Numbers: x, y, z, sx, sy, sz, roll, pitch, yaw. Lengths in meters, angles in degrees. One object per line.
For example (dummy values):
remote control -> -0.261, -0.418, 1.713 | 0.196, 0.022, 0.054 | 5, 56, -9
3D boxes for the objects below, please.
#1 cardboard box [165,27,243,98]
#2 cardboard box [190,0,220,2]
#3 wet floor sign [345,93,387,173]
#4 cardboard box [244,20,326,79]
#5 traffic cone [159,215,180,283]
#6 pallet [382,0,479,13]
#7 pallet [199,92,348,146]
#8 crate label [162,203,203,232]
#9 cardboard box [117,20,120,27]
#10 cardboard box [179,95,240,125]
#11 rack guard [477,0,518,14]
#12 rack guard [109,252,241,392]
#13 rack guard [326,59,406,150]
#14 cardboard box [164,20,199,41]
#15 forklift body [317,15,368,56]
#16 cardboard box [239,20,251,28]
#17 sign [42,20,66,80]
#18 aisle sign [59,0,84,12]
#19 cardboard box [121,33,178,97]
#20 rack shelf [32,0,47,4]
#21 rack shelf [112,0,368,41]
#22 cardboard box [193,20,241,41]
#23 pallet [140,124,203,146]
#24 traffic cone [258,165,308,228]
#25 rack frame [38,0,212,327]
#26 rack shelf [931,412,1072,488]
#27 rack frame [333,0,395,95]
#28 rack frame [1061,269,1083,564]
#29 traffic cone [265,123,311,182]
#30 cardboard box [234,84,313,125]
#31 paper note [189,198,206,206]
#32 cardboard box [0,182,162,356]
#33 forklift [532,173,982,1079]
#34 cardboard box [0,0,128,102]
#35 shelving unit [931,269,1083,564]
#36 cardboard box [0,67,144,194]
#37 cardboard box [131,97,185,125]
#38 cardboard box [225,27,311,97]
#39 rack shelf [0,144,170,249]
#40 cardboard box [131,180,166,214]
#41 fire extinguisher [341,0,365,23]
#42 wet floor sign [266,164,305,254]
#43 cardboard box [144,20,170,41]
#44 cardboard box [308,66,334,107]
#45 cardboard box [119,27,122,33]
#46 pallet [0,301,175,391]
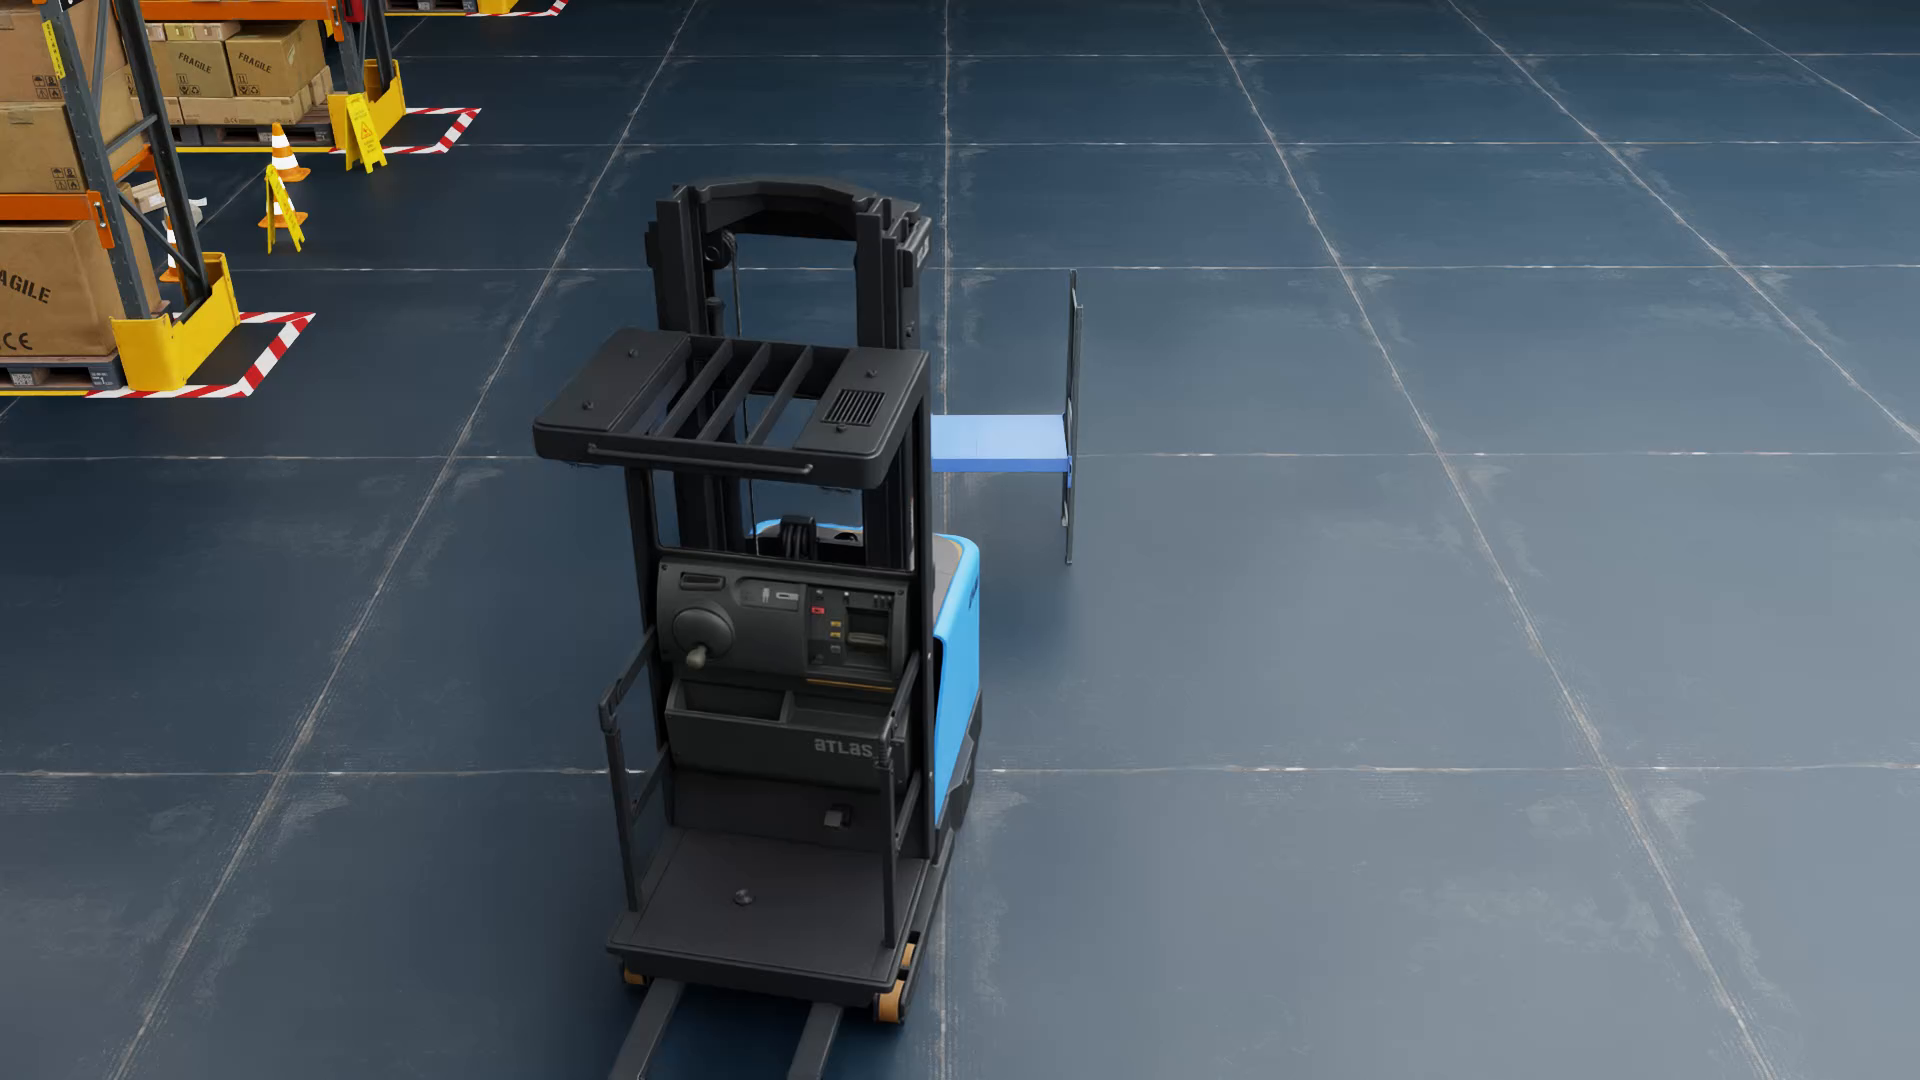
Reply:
cardboard box -> -6.750, -4.307, 14.979 | 0.500, 0.500, 0.500 | 1, 31, 2
cardboard box -> -6.568, -4.839, 14.576 | 0.250, 0.149, 0.380 | 0, 31, 1
wet floor sign -> -5.232, -3.562, 14.499 | 0.232, 0.644, 0.267 | 10, 33, 17
cardboard box -> -6.261, -4.588, 15.443 | 0.500, 0.500, 0.500 | -1, 31, -2
traffic cone -> -5.837, -2.206, 12.440 | 0.334, 0.463, 0.336 | 0, 31, 0
pallet -> -6.227, -6.482, 19.729 | 1.213, 0.211, 1.003 | 0, 31, 0
pallet -> -6.317, -3.946, 15.551 | 1.213, 0.211, 1.003 | 0, 31, 0
crate label -> -6.290, -2.619, 13.435 | 0.298, 0.136, 0.250 | -17, 35, -26
cardboard box -> -7.820, -4.581, 15.431 | 0.500, 0.500, 0.500 | 1, 31, 2
cardboard box -> -6.753, -3.987, 15.176 | 0.500, 0.250, 0.500 | 0, 31, 0
rack guard -> -5.438, -6.629, 19.694 | 0.348, 0.500, 1.175 | 0, 31, 0
rack guard -> -5.274, -1.487, 11.219 | 0.348, 0.500, 1.175 | 0, 31, 0
rack guard -> -5.505, -4.054, 15.450 | 0.348, 0.500, 1.175 | 0, 31, 0
cardboard box -> -6.846, -4.552, 14.759 | 0.250, 0.149, 0.380 | 0, 31, 1
forklift body -> -7.347, -6.383, 17.696 | 1.214, 2.155, 2.313 | 0, 31, 0
cardboard box -> -6.783, -4.584, 15.437 | 0.500, 0.500, 0.500 | -1, 31, -2
sign -> -5.308, -2.871, 9.745 | 0.005, 0.325, 0.100 | 0, 31, 0
aisle sign -> -5.225, -3.512, 9.640 | 0.004, 0.787, 0.394 | 0, 31, 0
cardboard box -> -7.255, -4.309, 14.983 | 0.500, 0.500, 0.500 | -1, 31, -1
rack shelf -> -7.298, -3.524, 9.969 | 4.000, 0.370, 1.077 | 0, 31, 0
rack shelf -> -7.428, -4.809, 14.978 | 4.000, 0.370, 1.077 | 0, 31, 0
cardboard box -> -6.595, -4.551, 14.757 | 0.250, 0.149, 0.380 | 1, 31, 1
pallet -> -7.534, -3.944, 15.547 | 1.213, 0.211, 1.003 | 0, 31, 0
traffic cone -> -5.504, -2.793, 13.408 | 0.334, 0.463, 0.336 | 0, 31, 0
rack frame -> -5.298, -2.556, 10.571 | 0.127, 3.000, 1.000 | 0, 31, 0
rack shelf -> 0.085, -0.488, 8.955 | 1.000, 0.185, 0.538 | 0, 31, 0
rack frame -> -5.429, -5.123, 14.802 | 0.127, 3.000, 1.000 | 0, 31, 0
rack frame -> 0.594, -0.643, 8.864 | 0.032, 1.500, 0.500 | 0, 31, 0
traffic cone -> -5.851, -3.368, 14.355 | 0.334, 0.463, 0.336 | 0, 31, 0
cardboard box -> -6.259, -3.985, 15.172 | 0.500, 0.250, 0.500 | 0, 31, -1
paper note -> -6.362, -2.818, 13.866 | 0.142, 0.019, 0.148 | -11, 33, -17
cardboard box -> -5.975, -1.791, 10.953 | 0.875, 0.875, 0.875 | 0, 31, 0
forklift -> -0.687, 0.353, 5.842 | 1.130, 2.935, 3.031 | 6, 32, 9
cardboard box -> -5.669, -3.100, 10.283 | 0.550, 0.550, 0.875 | 0, 31, 0
shelving unit -> 0.085, -0.641, 8.861 | 1.048, 1.500, 0.538 | 0, 31, 0
cardboard box -> -5.668, -2.595, 10.491 | 0.550, 0.550, 0.875 | 0, 31, 0
cardboard box -> -7.277, -3.983, 15.169 | 0.500, 0.250, 0.500 | -1, 31, -2
cardboard box -> -6.228, -4.310, 14.985 | 0.500, 0.500, 0.500 | 0, 31, 0
rack shelf -> -7.298, -2.242, 10.747 | 4.000, 0.370, 1.077 | 0, 31, 0
cardboard box -> -6.726, -2.852, 13.808 | 0.250, 0.149, 0.380 | 16, 35, 25
fire extinguisher -> -5.311, -4.851, 14.429 | 0.183, 0.674, 0.296 | 0, 31, 0
wet floor sign -> -5.281, -2.576, 12.874 | 0.232, 0.644, 0.267 | -5, 32, -9
cardboard box -> -7.110, -4.552, 14.759 | 0.250, 0.149, 0.380 | 1, 31, 2
cardboard box -> -6.237, -4.268, 15.639 | 0.500, 0.250, 0.500 | 0, 31, -1
cardboard box -> -7.783, -4.305, 14.977 | 0.500, 0.500, 0.500 | 1, 31, 2
pallet -> -6.097, -1.320, 11.223 | 1.213, 0.211, 1.003 | 0, 31, 0
